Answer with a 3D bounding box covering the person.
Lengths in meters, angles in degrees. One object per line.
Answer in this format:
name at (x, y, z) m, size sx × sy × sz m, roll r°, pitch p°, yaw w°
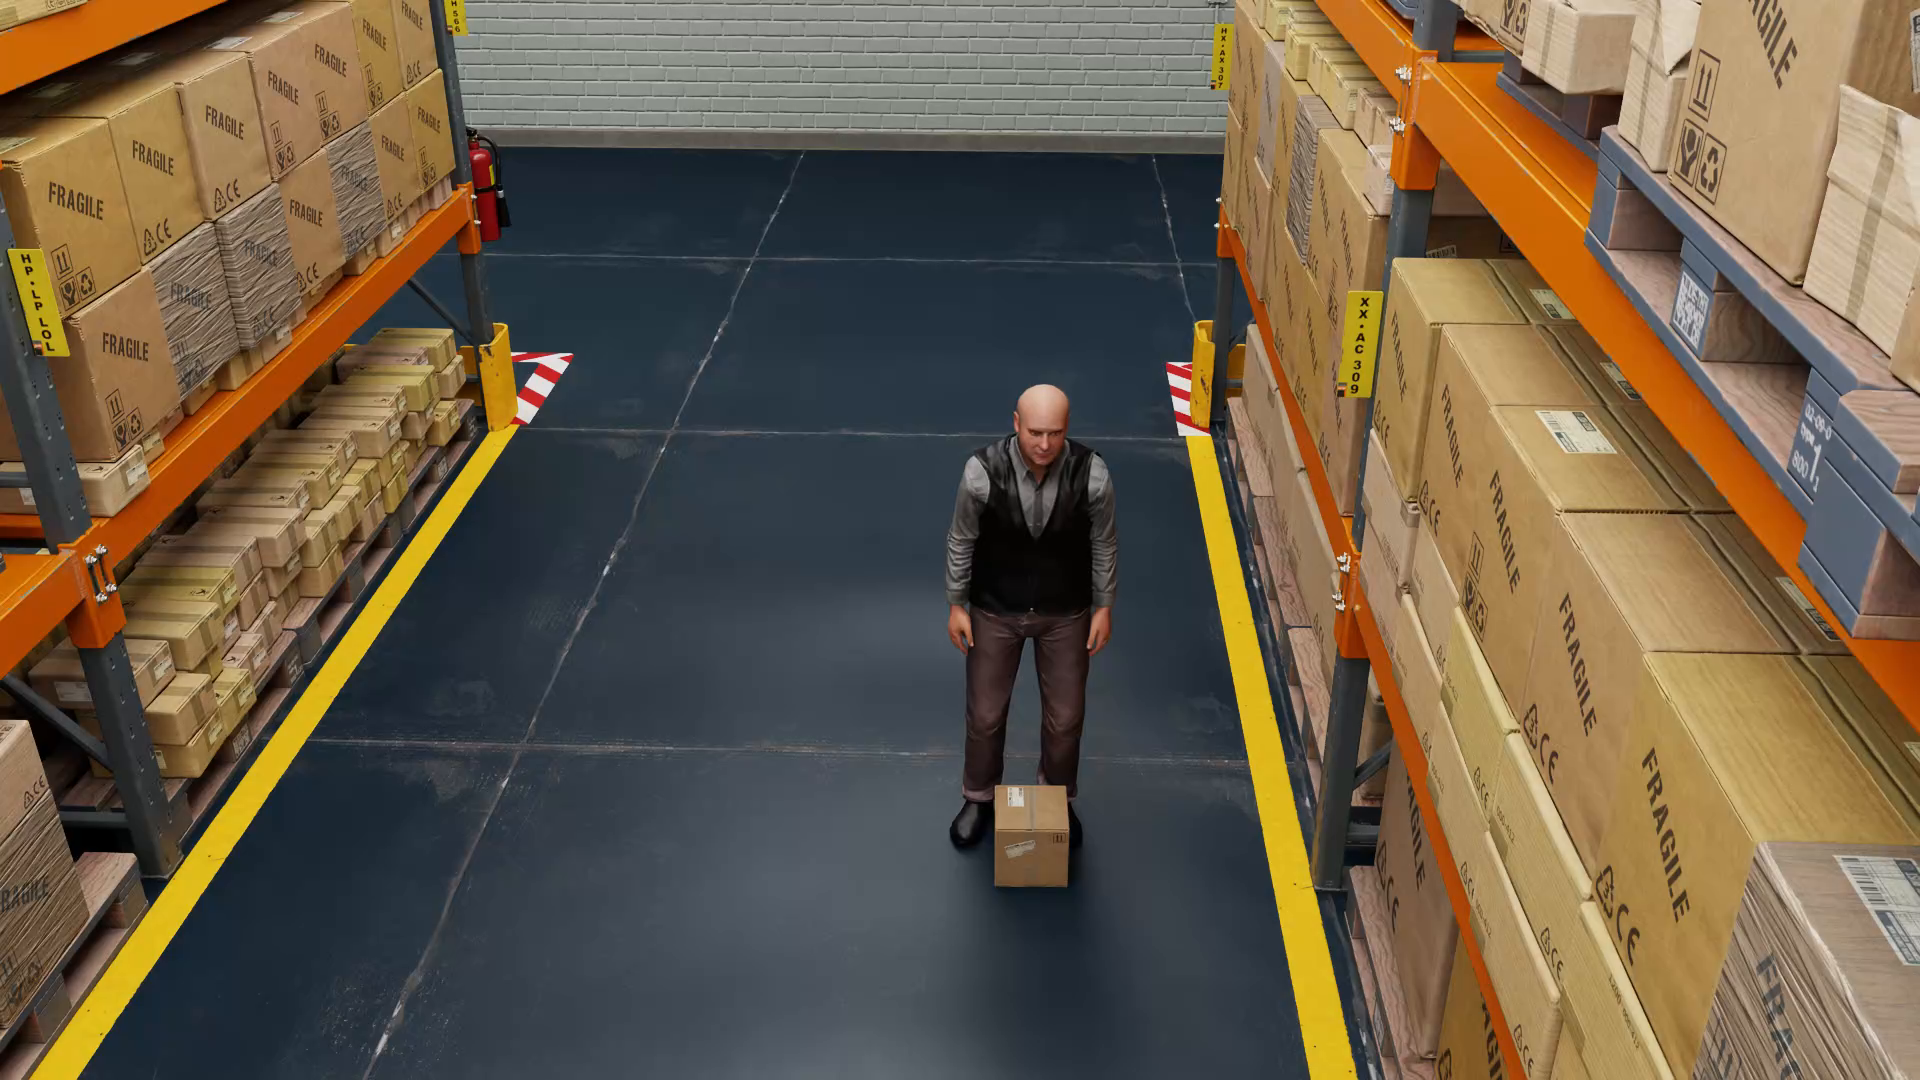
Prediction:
person at (0.241, 0.245, 5.681) m, size 0.581 × 1.720 × 0.423 m, roll 0°, pitch 28°, yaw 0°
